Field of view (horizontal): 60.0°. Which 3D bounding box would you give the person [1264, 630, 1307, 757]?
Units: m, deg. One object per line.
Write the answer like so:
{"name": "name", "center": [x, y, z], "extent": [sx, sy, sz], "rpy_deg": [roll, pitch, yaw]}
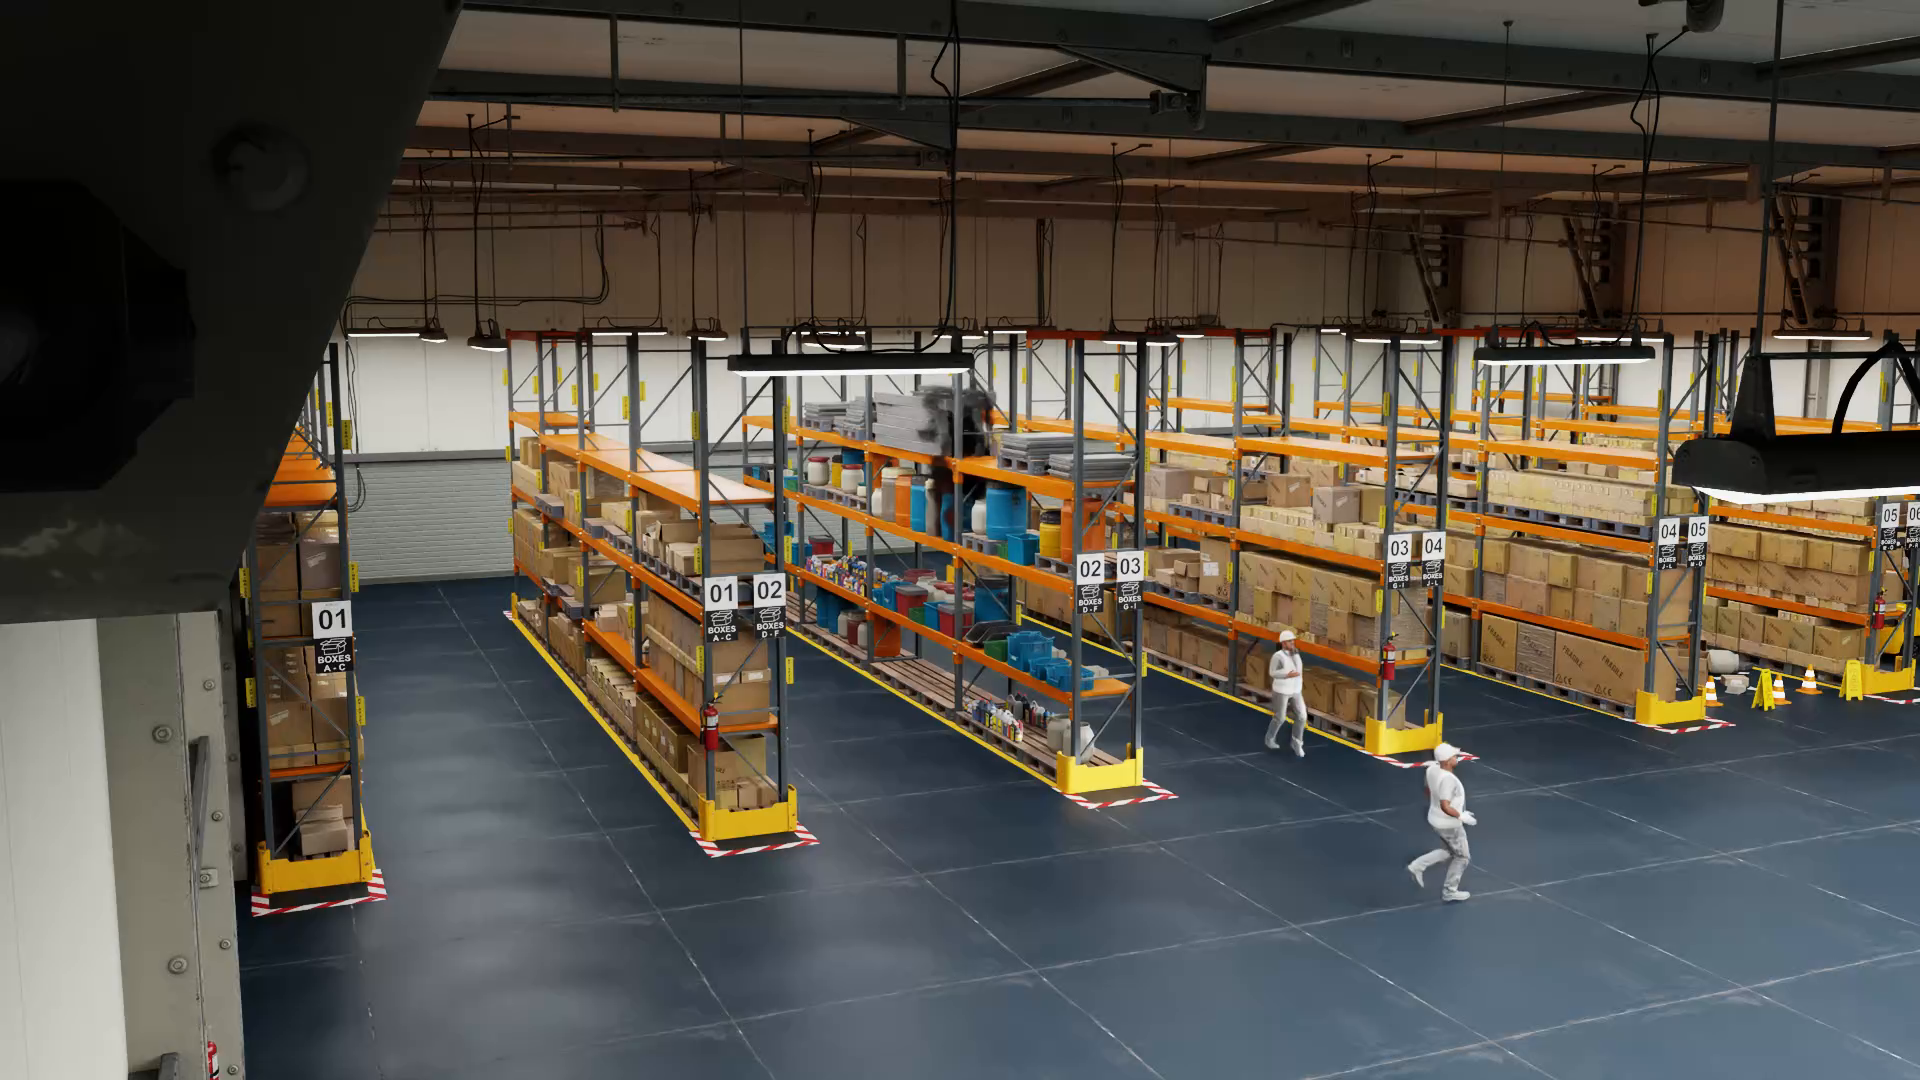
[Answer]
{"name": "person", "center": [4.701, 2.221, 23.931], "extent": [0.657, 1.858, 0.677], "rpy_deg": [-4, 9, -29]}

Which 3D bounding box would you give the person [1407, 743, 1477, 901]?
{"name": "person", "center": [5.207, 3.044, 17.941], "extent": [0.667, 1.735, 0.685], "rpy_deg": [0, 8, -2]}
